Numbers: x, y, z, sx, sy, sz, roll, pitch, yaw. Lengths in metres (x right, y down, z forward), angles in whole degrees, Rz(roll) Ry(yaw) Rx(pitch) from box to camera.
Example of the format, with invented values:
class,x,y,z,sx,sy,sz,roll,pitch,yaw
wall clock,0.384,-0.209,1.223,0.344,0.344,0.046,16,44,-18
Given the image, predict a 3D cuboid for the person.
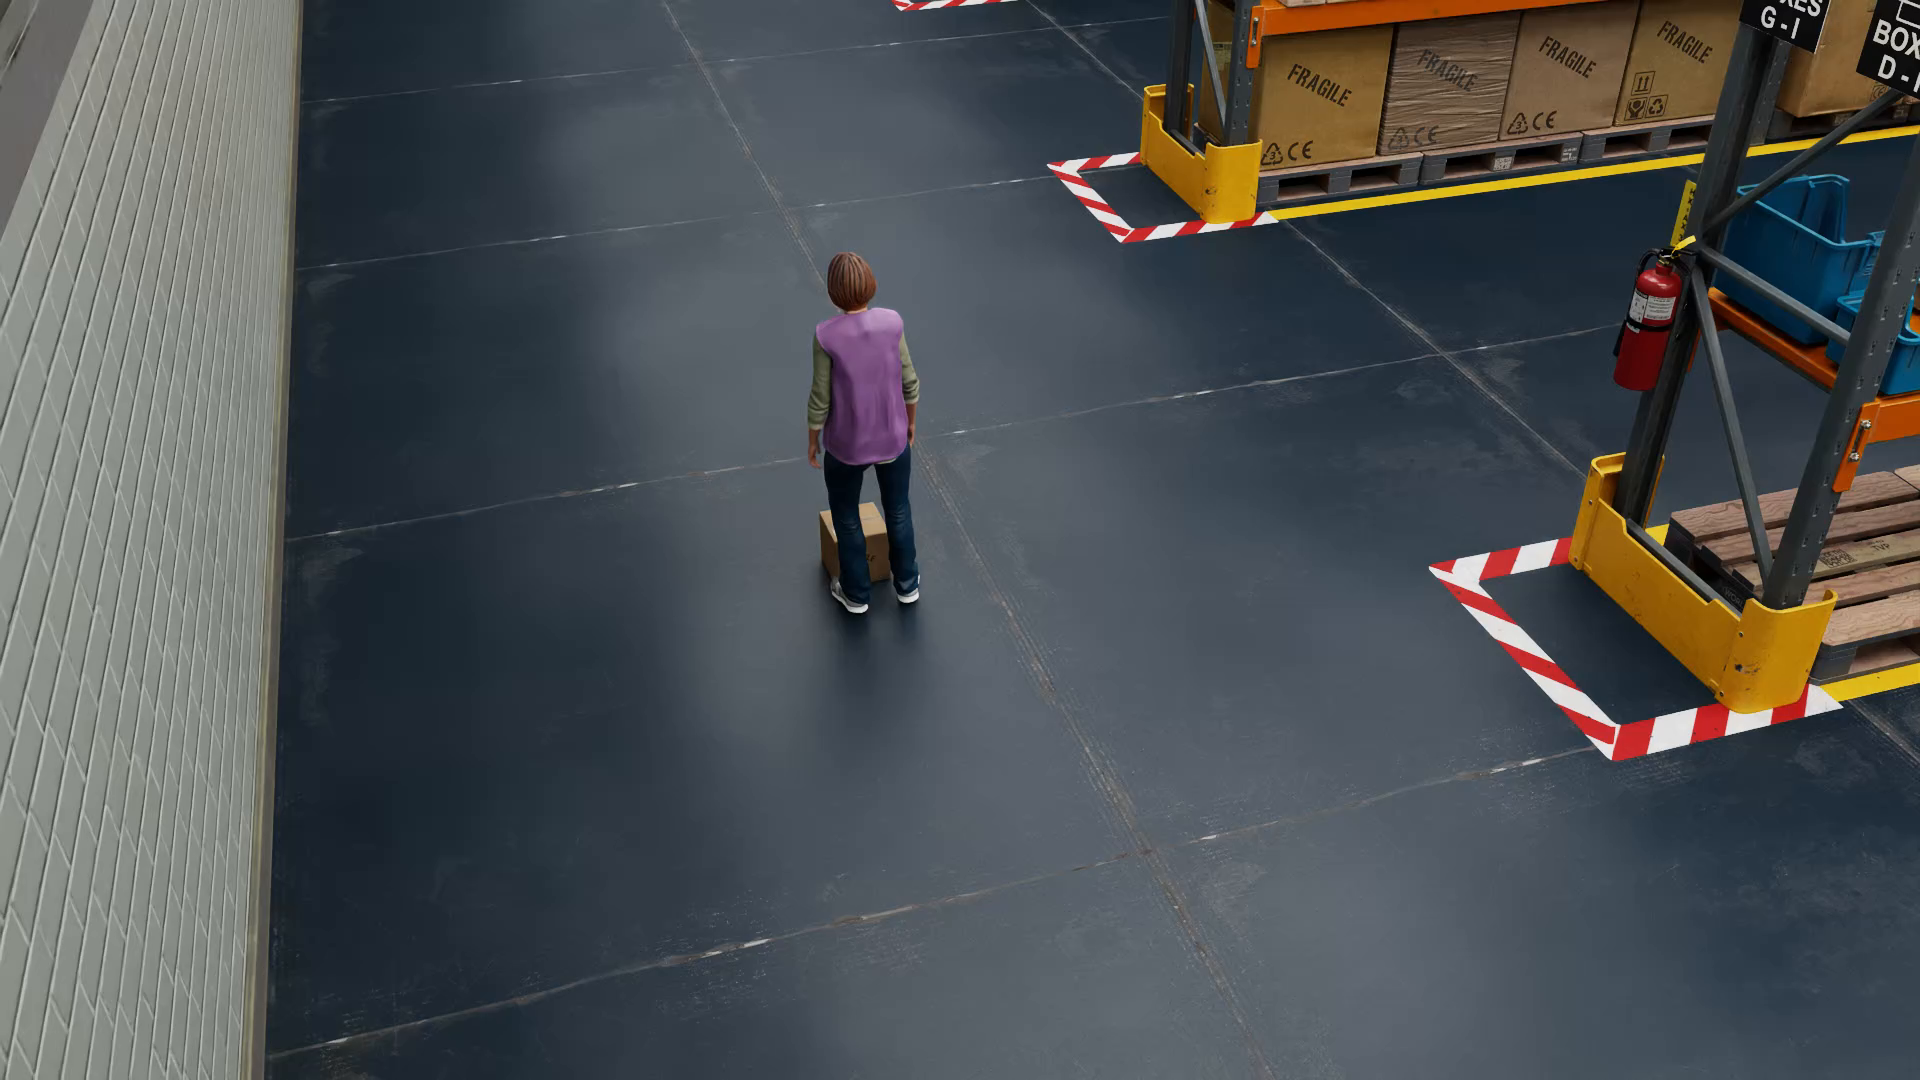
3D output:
class,x,y,z,sx,sy,sz,roll,pitch,yaw
person,-0.381,-0.318,6.795,0.483,1.392,0.337,-12,36,-17
